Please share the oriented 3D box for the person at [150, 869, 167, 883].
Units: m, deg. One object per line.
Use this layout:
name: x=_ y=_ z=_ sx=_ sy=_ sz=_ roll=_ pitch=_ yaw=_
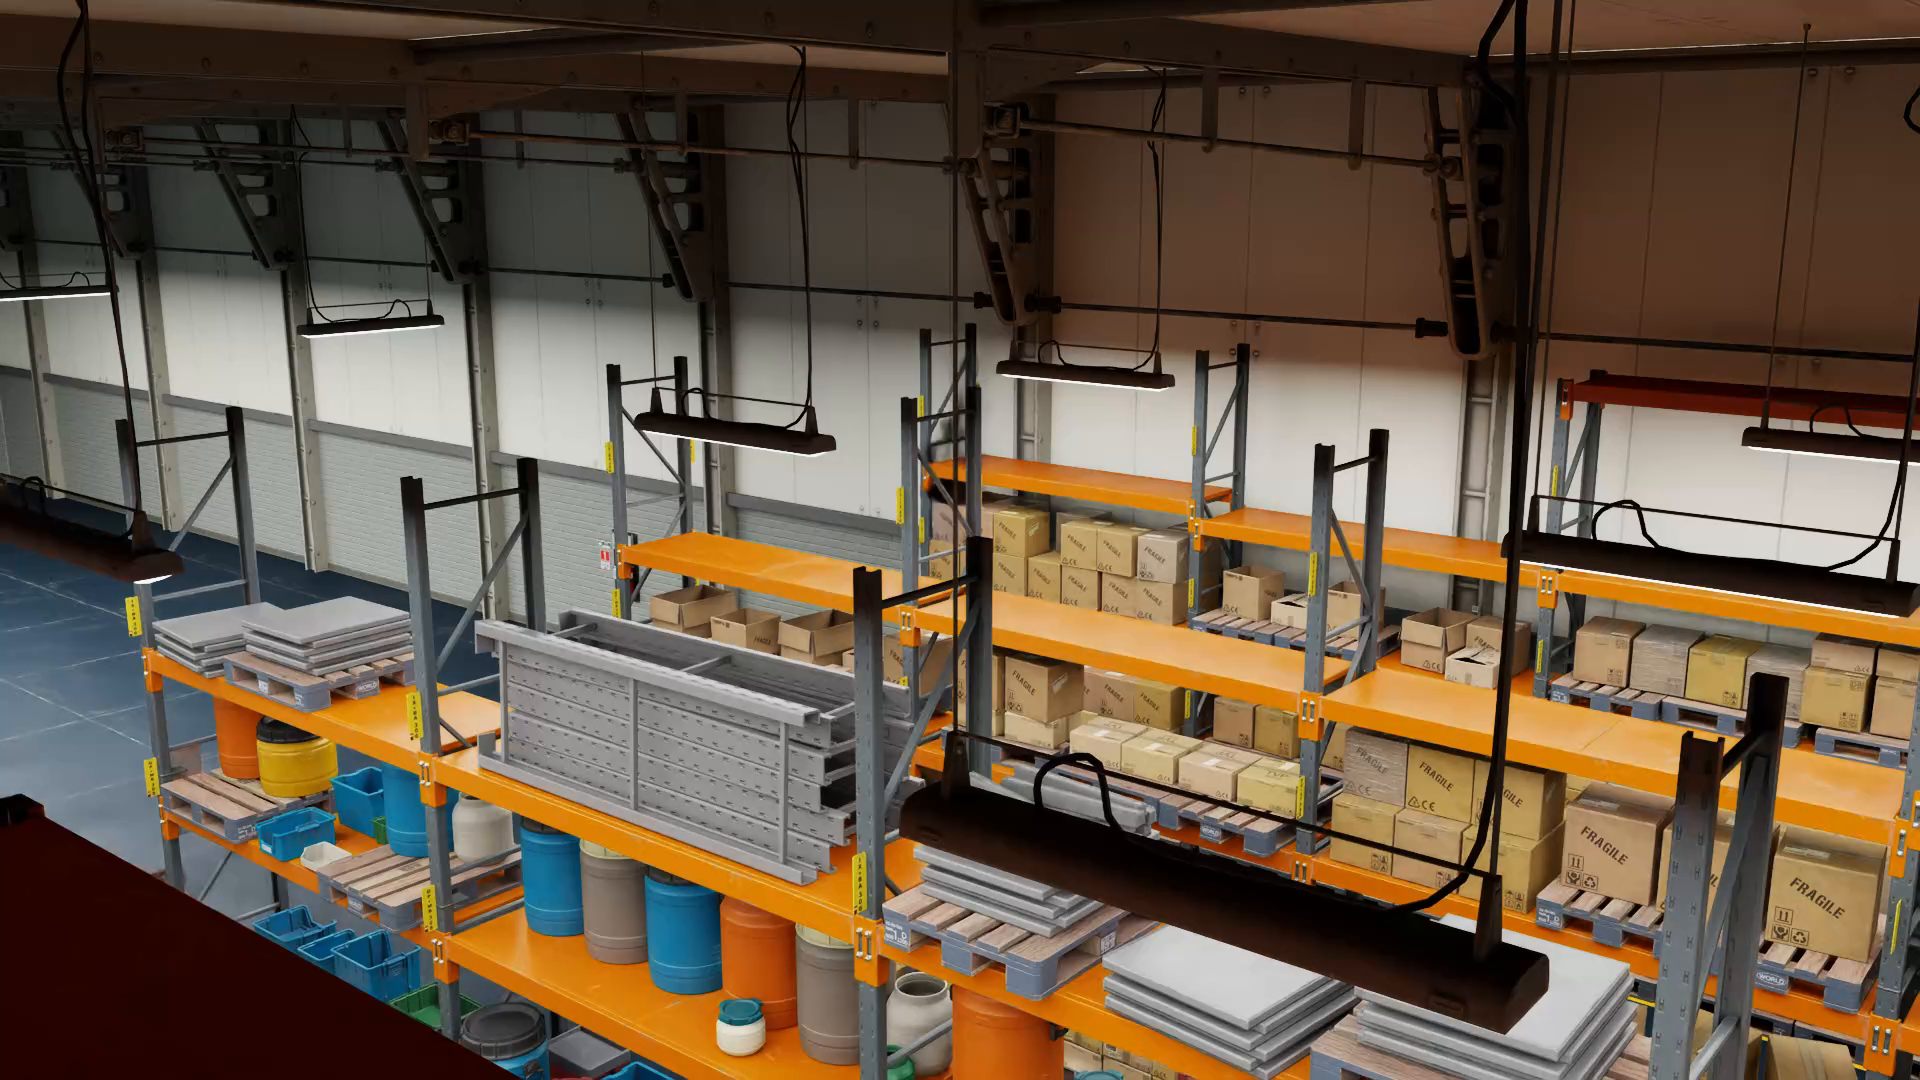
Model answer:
person: x=-7.575 y=3.841 z=15.817 sx=0.487 sy=1.526 sz=0.590 roll=-5 pitch=14 yaw=-22
